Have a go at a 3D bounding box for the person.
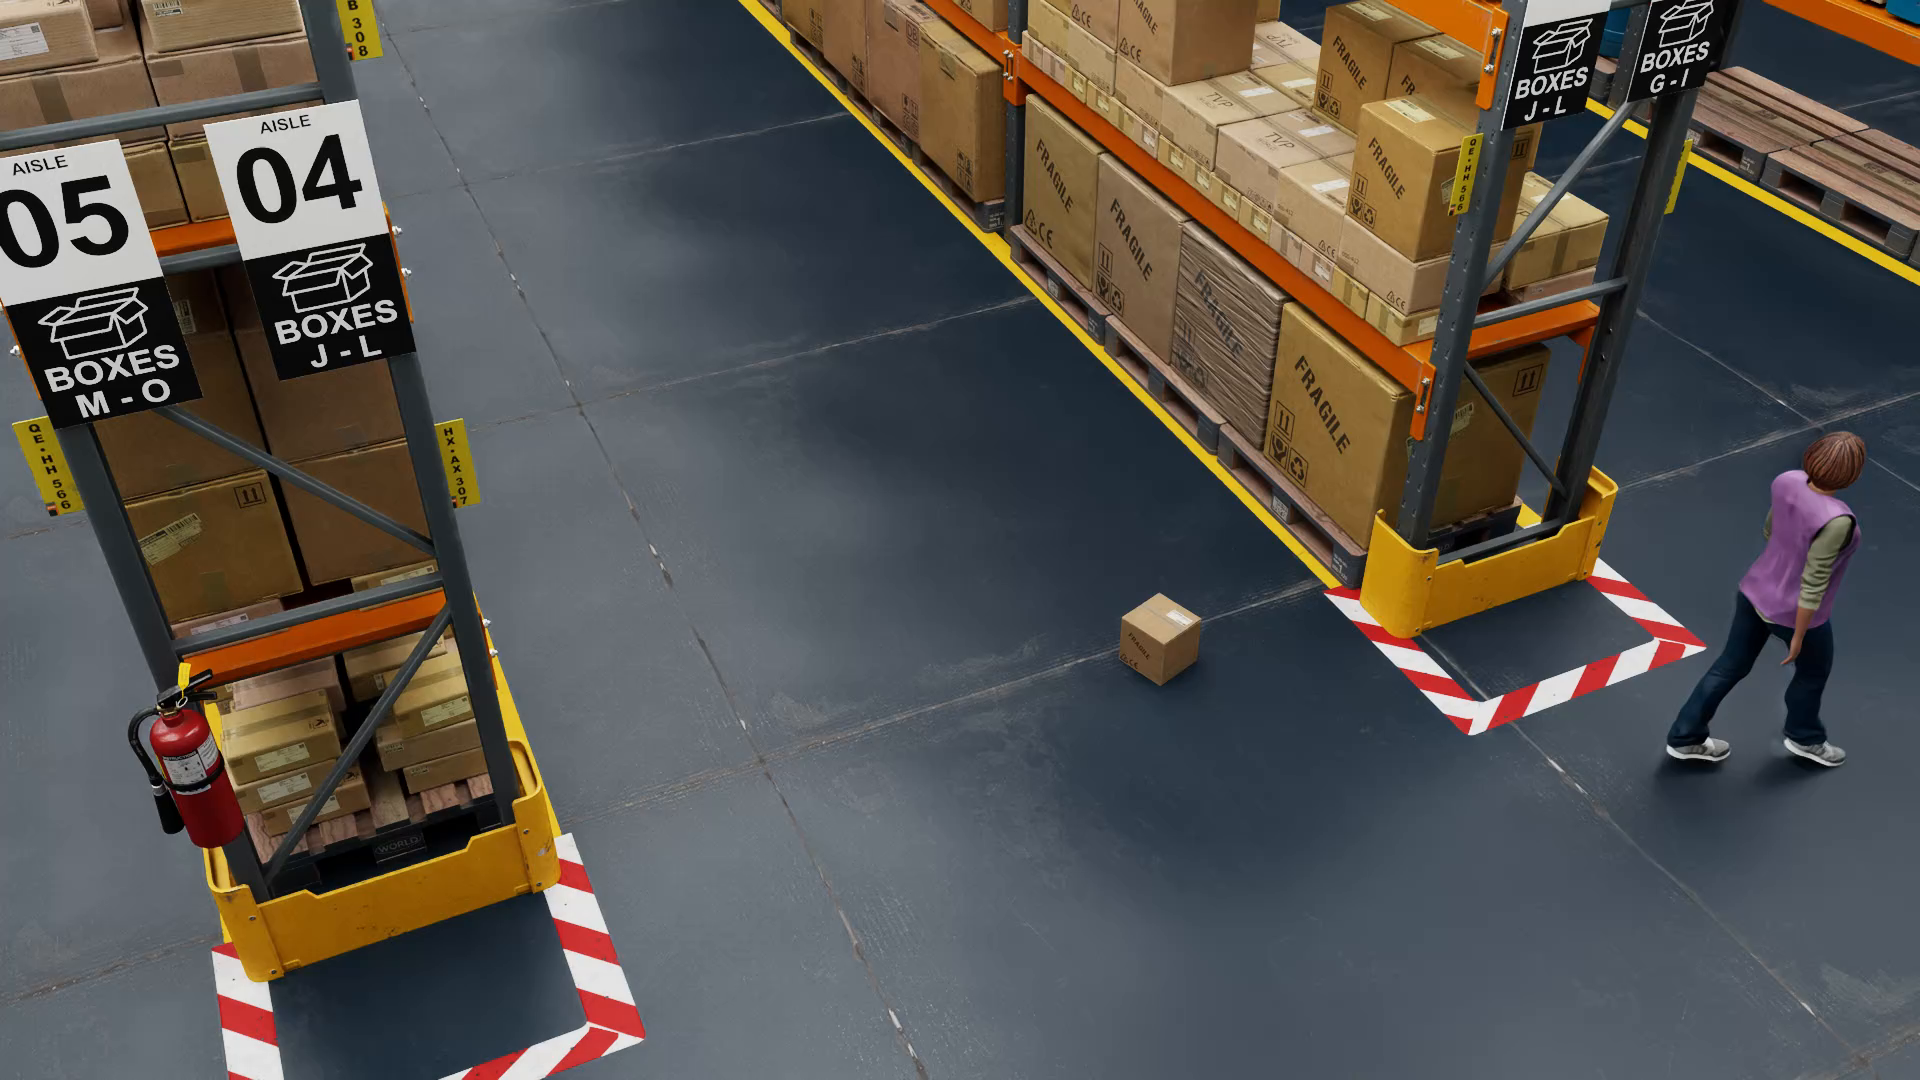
[{"bbox_3d":[3.287,0.239,6.537,0.751,1.592,0.456,-9,39,-12],"label":"person"}]
